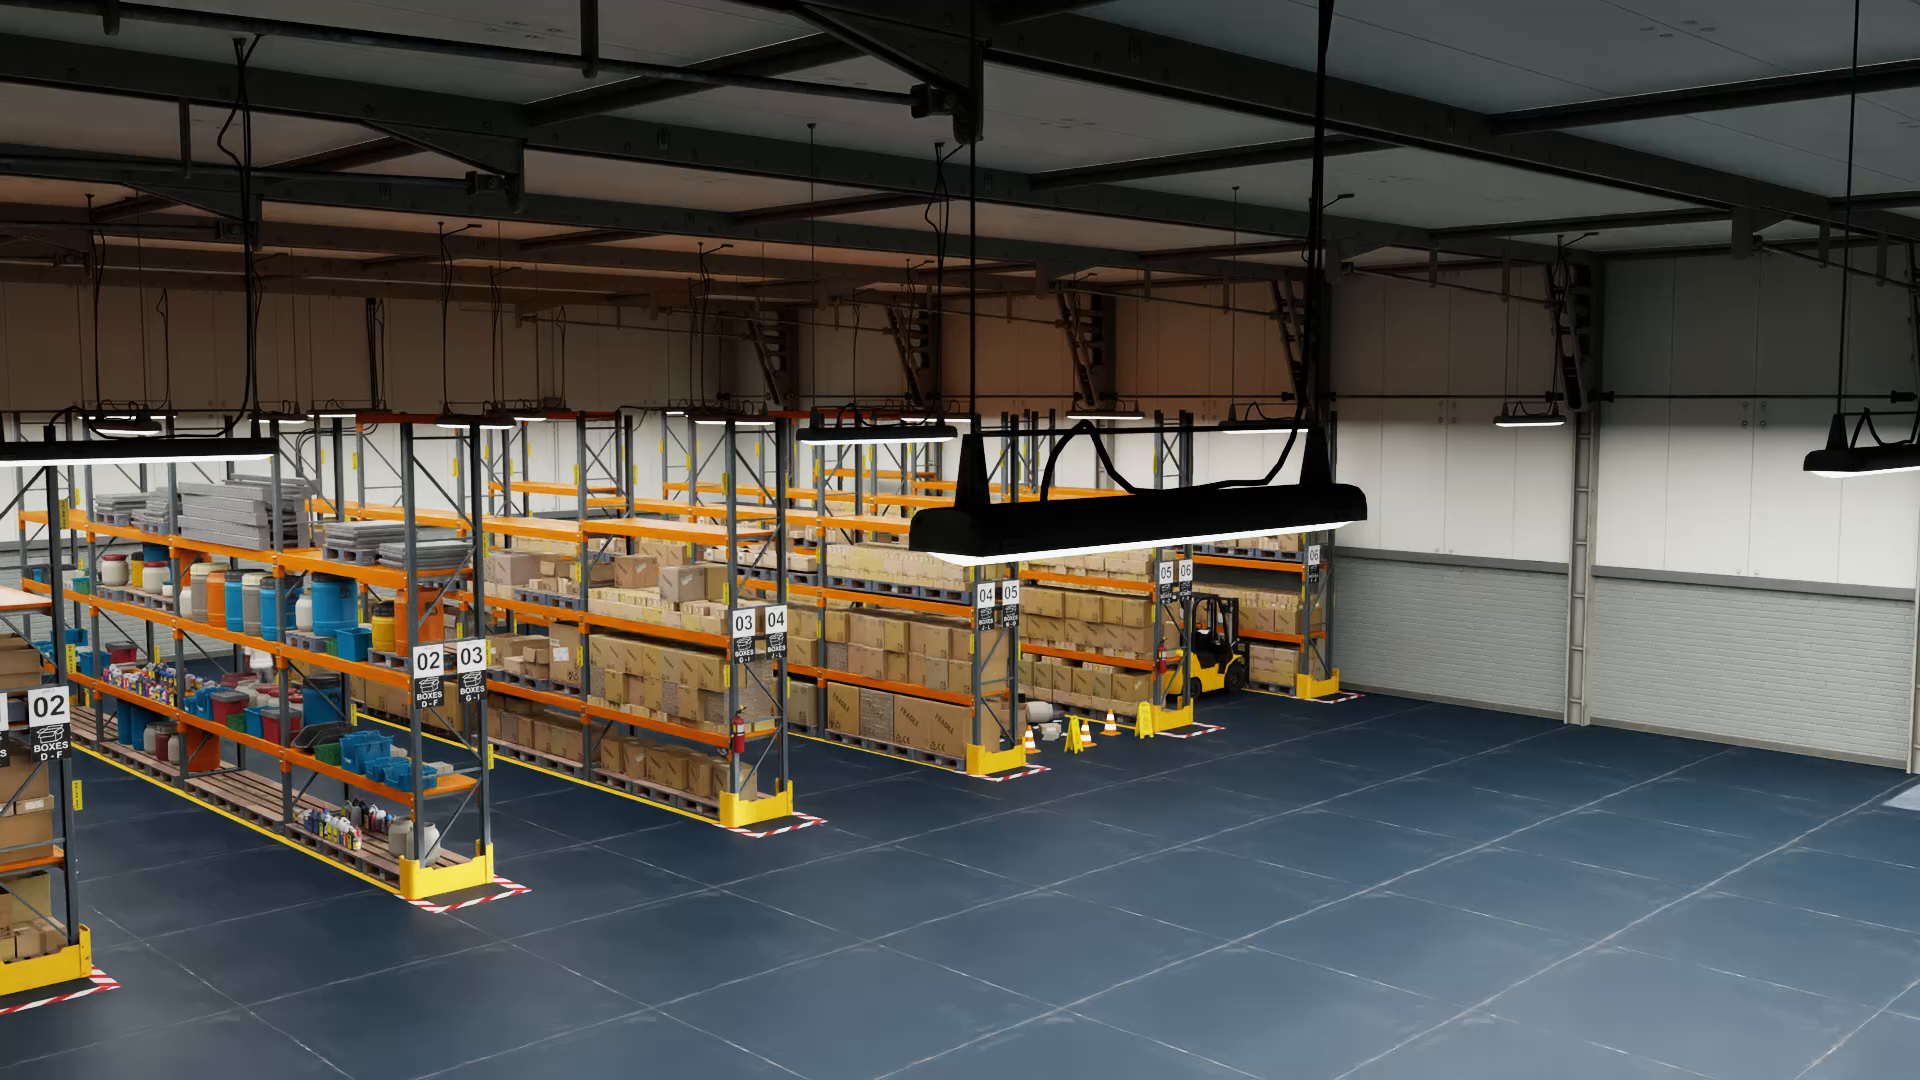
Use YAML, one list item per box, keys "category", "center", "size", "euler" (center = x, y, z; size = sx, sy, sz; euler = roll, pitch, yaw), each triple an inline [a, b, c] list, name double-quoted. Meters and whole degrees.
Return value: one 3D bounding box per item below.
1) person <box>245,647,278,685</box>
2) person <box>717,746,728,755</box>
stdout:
- category: "person"
  center: [-13.996, 2.565, 33.319]
  size: [0.608, 1.768, 0.509]
  euler: [-2, 5, -17]
- category: "person"
  center: [-4.056, 3.028, 29.084]
  size: [0.721, 1.581, 0.512]
  euler: [4, 7, 41]
